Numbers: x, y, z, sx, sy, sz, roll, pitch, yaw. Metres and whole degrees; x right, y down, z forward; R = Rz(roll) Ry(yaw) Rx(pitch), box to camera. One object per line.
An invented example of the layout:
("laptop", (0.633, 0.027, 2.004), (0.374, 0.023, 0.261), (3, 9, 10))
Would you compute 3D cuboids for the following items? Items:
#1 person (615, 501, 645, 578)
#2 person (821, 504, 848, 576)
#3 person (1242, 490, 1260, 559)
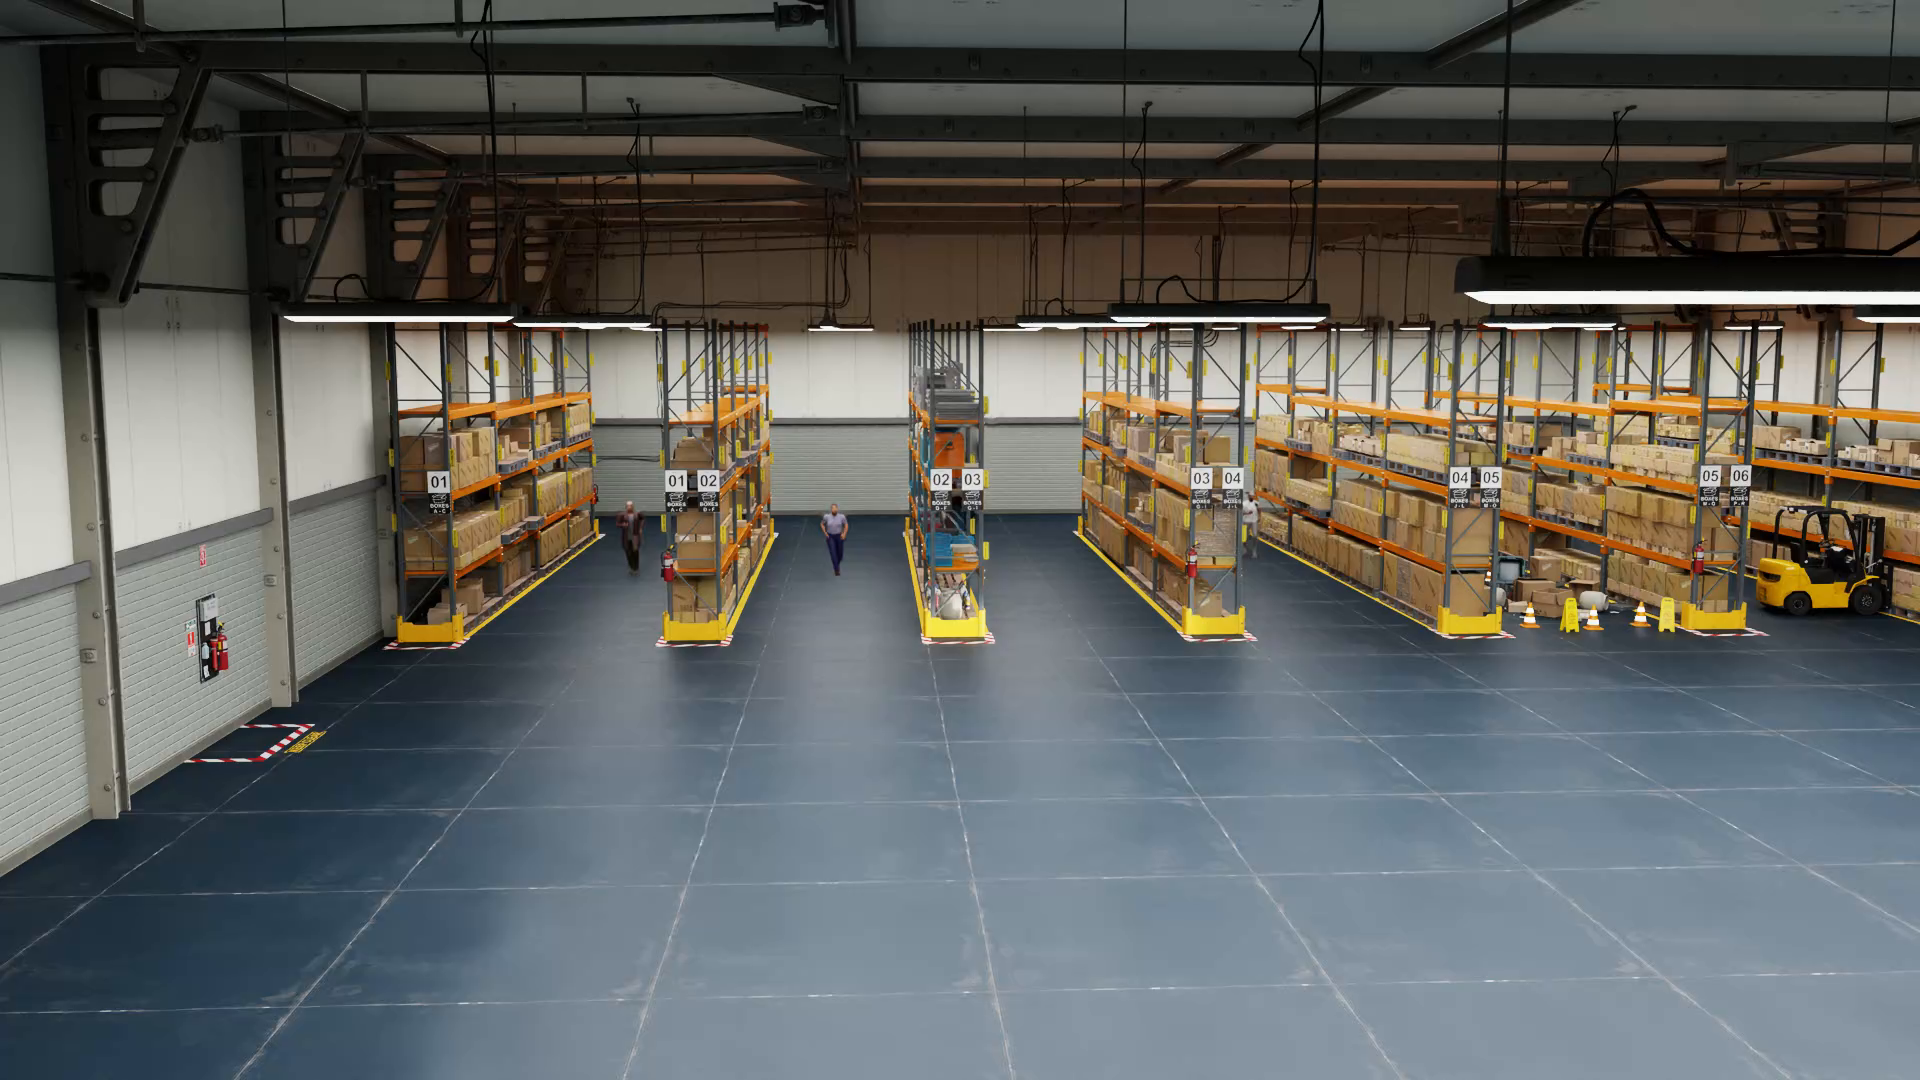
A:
("person", (-7.834, -0.017, 39.520), (0.681, 1.836, 0.895), (-1, 7, -7))
("person", (-2.854, -0.024, 37.838), (0.626, 1.622, 0.575), (-1, 7, -8))
("person", (7.493, -0.428, 42.960), (0.603, 1.747, 0.805), (0, 7, -3))
